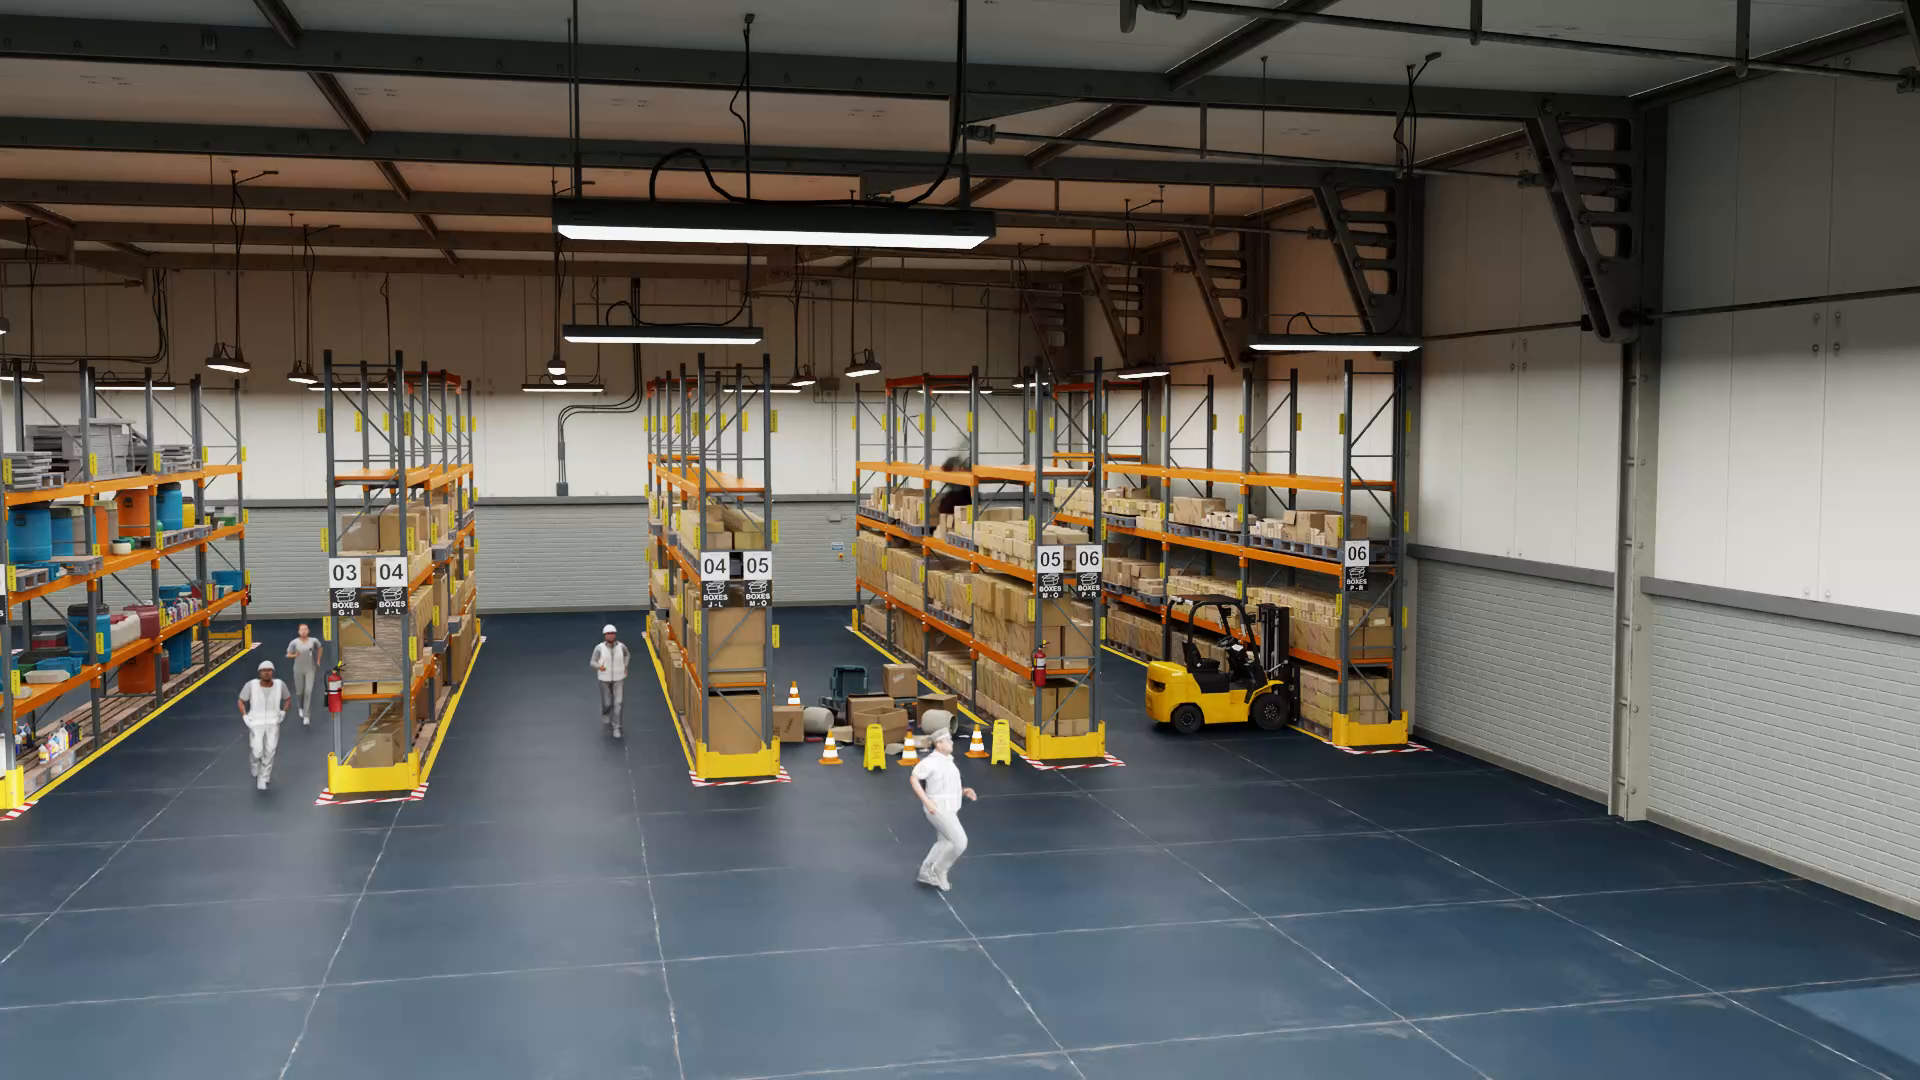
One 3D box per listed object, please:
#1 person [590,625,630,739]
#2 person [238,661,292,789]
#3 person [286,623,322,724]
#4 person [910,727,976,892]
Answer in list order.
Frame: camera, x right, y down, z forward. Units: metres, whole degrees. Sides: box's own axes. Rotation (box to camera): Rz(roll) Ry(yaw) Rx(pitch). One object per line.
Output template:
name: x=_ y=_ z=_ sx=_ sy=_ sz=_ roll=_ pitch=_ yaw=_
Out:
person: x=-5.625 y=2.251 z=26.817 sx=0.661 sy=1.781 sz=0.949 roll=-1 pitch=4 yaw=-18
person: x=-9.643 y=2.546 z=23.096 sx=0.700 sy=1.765 sz=0.629 roll=-2 pitch=5 yaw=-29
person: x=-10.942 y=2.197 z=27.763 sx=0.572 sy=1.645 sz=0.963 roll=-2 pitch=4 yaw=-21
person: x=-0.158 y=2.894 z=17.868 sx=0.650 sy=1.771 sz=0.673 roll=2 pitch=4 yaw=21
